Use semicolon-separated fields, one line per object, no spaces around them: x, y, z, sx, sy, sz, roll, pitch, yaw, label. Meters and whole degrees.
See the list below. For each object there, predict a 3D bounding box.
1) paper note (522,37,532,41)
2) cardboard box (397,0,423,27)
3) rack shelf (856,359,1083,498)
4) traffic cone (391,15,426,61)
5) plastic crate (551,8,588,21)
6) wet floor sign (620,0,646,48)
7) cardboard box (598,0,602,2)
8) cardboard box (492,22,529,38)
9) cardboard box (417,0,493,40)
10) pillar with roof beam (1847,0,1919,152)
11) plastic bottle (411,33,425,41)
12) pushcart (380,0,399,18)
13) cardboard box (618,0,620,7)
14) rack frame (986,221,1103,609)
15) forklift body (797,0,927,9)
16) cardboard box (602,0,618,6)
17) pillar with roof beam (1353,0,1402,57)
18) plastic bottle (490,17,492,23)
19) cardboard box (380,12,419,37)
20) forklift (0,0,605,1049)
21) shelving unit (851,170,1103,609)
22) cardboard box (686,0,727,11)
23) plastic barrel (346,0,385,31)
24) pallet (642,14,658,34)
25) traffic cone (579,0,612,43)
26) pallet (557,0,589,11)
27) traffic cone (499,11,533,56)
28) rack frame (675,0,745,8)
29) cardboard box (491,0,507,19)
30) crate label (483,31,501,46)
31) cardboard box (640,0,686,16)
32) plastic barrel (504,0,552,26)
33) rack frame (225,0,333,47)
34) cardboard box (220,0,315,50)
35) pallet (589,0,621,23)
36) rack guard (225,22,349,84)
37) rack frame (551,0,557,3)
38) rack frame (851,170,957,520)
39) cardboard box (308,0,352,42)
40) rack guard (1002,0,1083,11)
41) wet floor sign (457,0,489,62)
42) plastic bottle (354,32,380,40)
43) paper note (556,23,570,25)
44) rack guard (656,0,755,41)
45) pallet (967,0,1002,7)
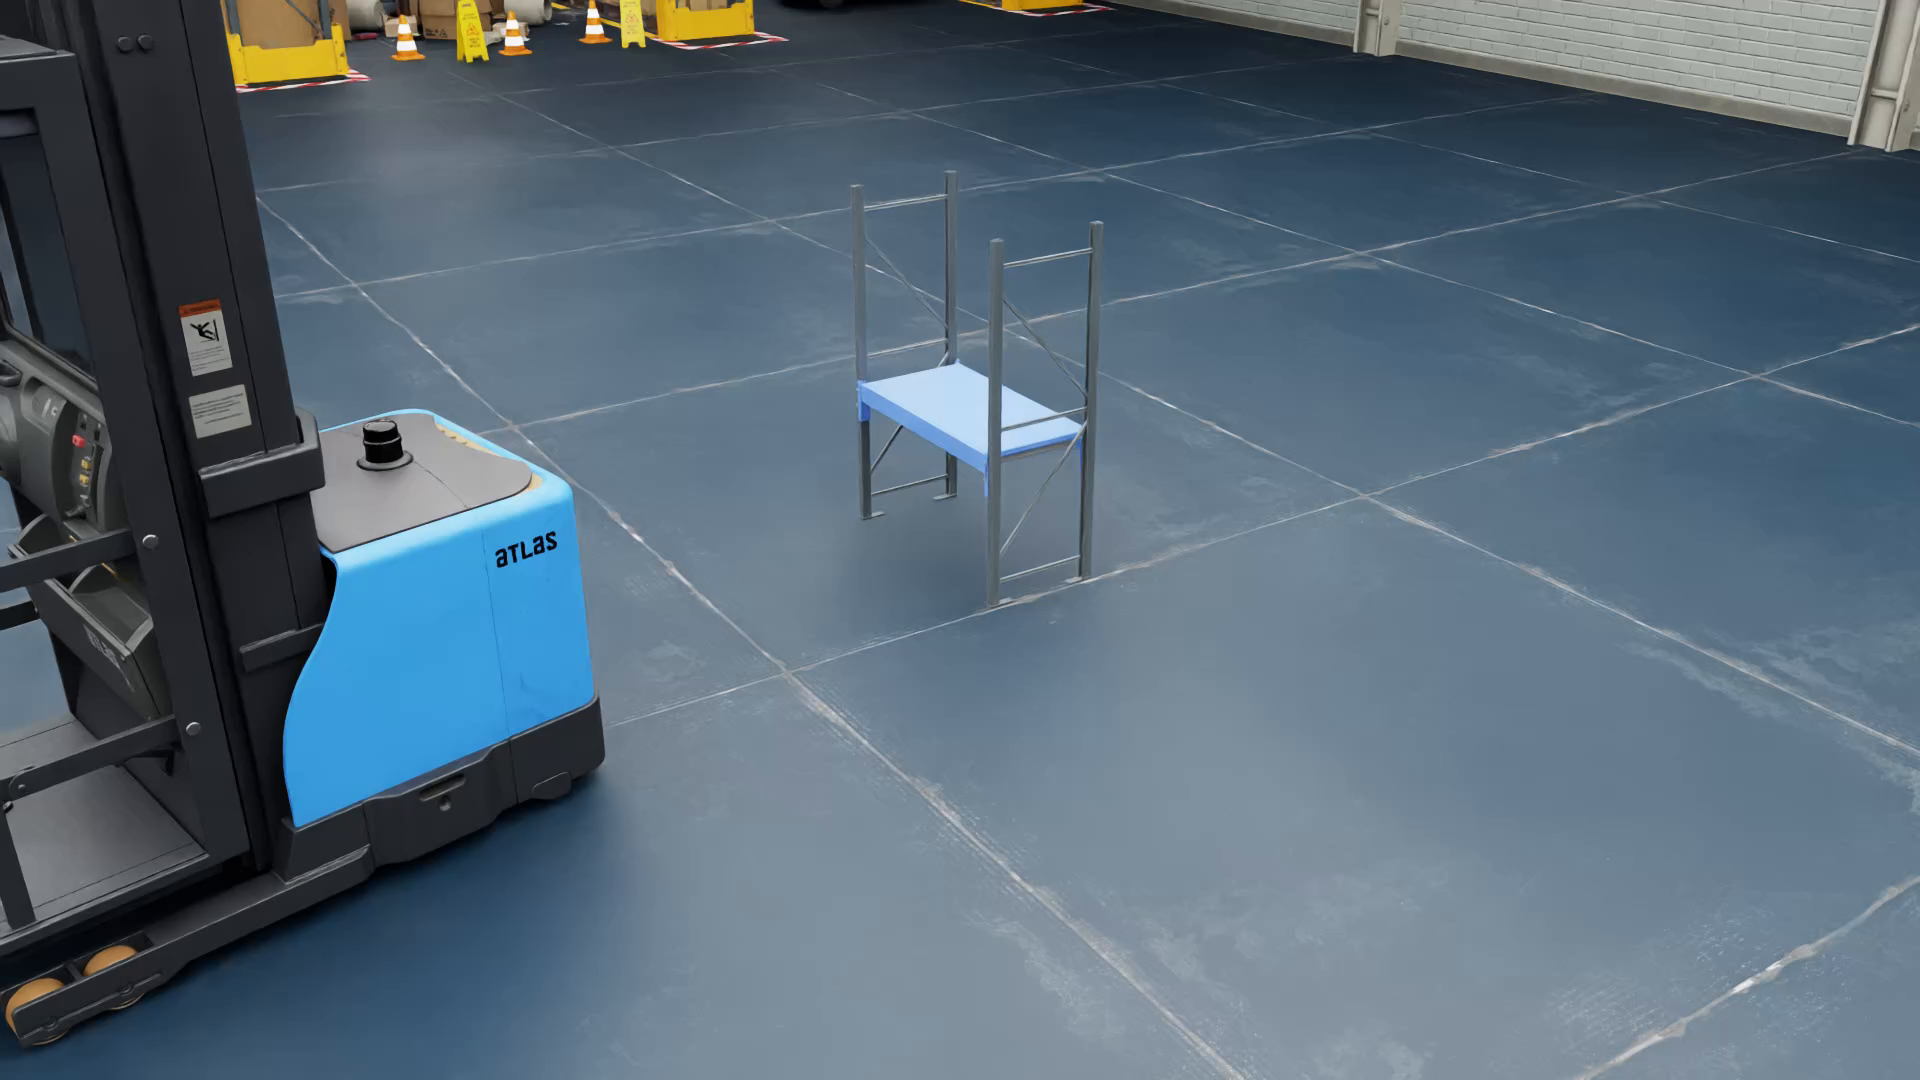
-5.229;-6.011;19.948;0.142;0.019;0.148;18;31;33;paper note
-6.643;-6.783;20.870;0.797;0.637;0.503;-16;29;-30;cardboard box
0.047;-0.485;6.942;0.538;0.185;1.000;-16;29;-30;rack shelf
-6.237;-5.664;18.705;0.336;0.463;0.334;-16;29;-30;traffic cone
-5.059;-6.837;21.640;0.583;0.080;0.402;18;31;33;plastic crate
-3.838;-6.098;19.411;0.267;0.644;0.232;-6;26;-12;wet floor sign
-4.540;-7.205;21.729;0.500;0.250;0.500;-16;30;-30;cardboard box
-5.453;-6.188;20.184;0.380;0.149;0.250;-1;25;-3;cardboard box
-6.125;-6.389;20.194;0.637;0.503;0.797;7;26;15;cardboard box
4.431;-6.514;10.508;9.100;9.000;0.400;-16;29;-30;pillar with roof beam
-6.579;-6.051;19.996;0.283;0.061;0.133;18;31;33;plastic bottle
-7.112;-7.175;22.007;0.936;0.377;1.648;18;31;33;pushcart
-3.988;-6.840;20.954;0.500;0.250;0.500;-15;29;-29;cardboard box
0.324;-0.466;6.480;0.500;1.500;0.032;-16;29;-30;rack frame
-1.452;-8.507;22.751;2.313;2.155;1.214;-16;29;-30;forklift body
-4.278;-7.026;21.348;0.500;0.250;0.500;-17;30;-31;cardboard box
1.155;-8.660;15.054;9.100;9.000;0.400;-16;29;-30;pillar with roof beam
-6.095;-6.683;21.335;0.133;0.061;0.283;-10;27;-21;plastic bottle
-6.839;-6.299;20.281;0.396;0.266;0.258;-10;27;-21;cardboard box
-2.585;-0.237;4.319;3.031;2.935;1.130;-23;34;-39;forklift
0.047;-0.648;6.865;0.538;1.500;1.048;-16;29;-30;shelving unit
-3.254;-6.779;20.825;0.500;0.250;0.500;-16;30;-30;cardboard box
-7.416;-6.507;20.539;0.512;0.421;0.421;3;25;6;plastic barrel
-3.500;-6.545;20.866;1.003;0.211;1.213;-16;29;-30;pallet
-4.361;-6.186;19.811;0.336;0.463;0.334;-16;29;-30;traffic cone
-4.832;-7.417;22.715;1.003;0.211;1.213;-16;29;-30;pallet
-5.105;-5.805;19.005;0.336;0.463;0.334;-16;29;-30;traffic cone
-3.045;-7.480;19.580;1.000;3.000;0.127;-16;29;-30;rack frame
-5.784;-7.081;21.661;0.500;0.500;0.500;3;25;6;cardboard box
-5.586;-5.925;19.640;0.298;0.136;0.250;12;28;24;crate label
-3.725;-6.661;20.576;0.500;0.250;0.500;-16;29;-30;cardboard box
-5.441;-6.701;20.948;0.512;0.421;0.421;3;25;6;plastic barrel
-7.137;-6.290;17.060;1.000;3.000;0.127;-16;29;-30;rack frame
-7.563;-5.746;17.905;0.875;0.875;0.875;-15;29;-29;cardboard box
-4.162;-6.981;21.790;1.003;0.211;1.213;-16;29;-30;pallet
-7.124;-5.151;17.576;1.175;0.500;0.348;-16;29;-30;rack guard
-5.229;-8.910;22.611;1.000;3.000;0.127;-16;29;-30;rack frame
-0.231;-0.830;7.250;0.500;1.500;0.032;-16;29;-30;rack frame
-7.614;-6.275;19.954;0.500;0.500;0.500;-10;27;-21;cardboard box
1.125;-7.499;22.549;1.175;0.500;0.348;-16;29;-30;rack guard
-5.462;-5.676;18.518;0.267;0.644;0.232;-22;33;-38;wet floor sign
-7.146;-6.079;20.057;0.133;0.061;0.283;18;31;33;plastic bottle
-5.039;-6.556;21.102;0.148;0.019;0.142;18;31;33;paper note
-3.087;-6.376;20.172;1.175;0.500;0.348;-16;29;-30;rack guard
0.659;-7.641;23.188;1.003;0.211;1.213;-16;29;-30;pallet
